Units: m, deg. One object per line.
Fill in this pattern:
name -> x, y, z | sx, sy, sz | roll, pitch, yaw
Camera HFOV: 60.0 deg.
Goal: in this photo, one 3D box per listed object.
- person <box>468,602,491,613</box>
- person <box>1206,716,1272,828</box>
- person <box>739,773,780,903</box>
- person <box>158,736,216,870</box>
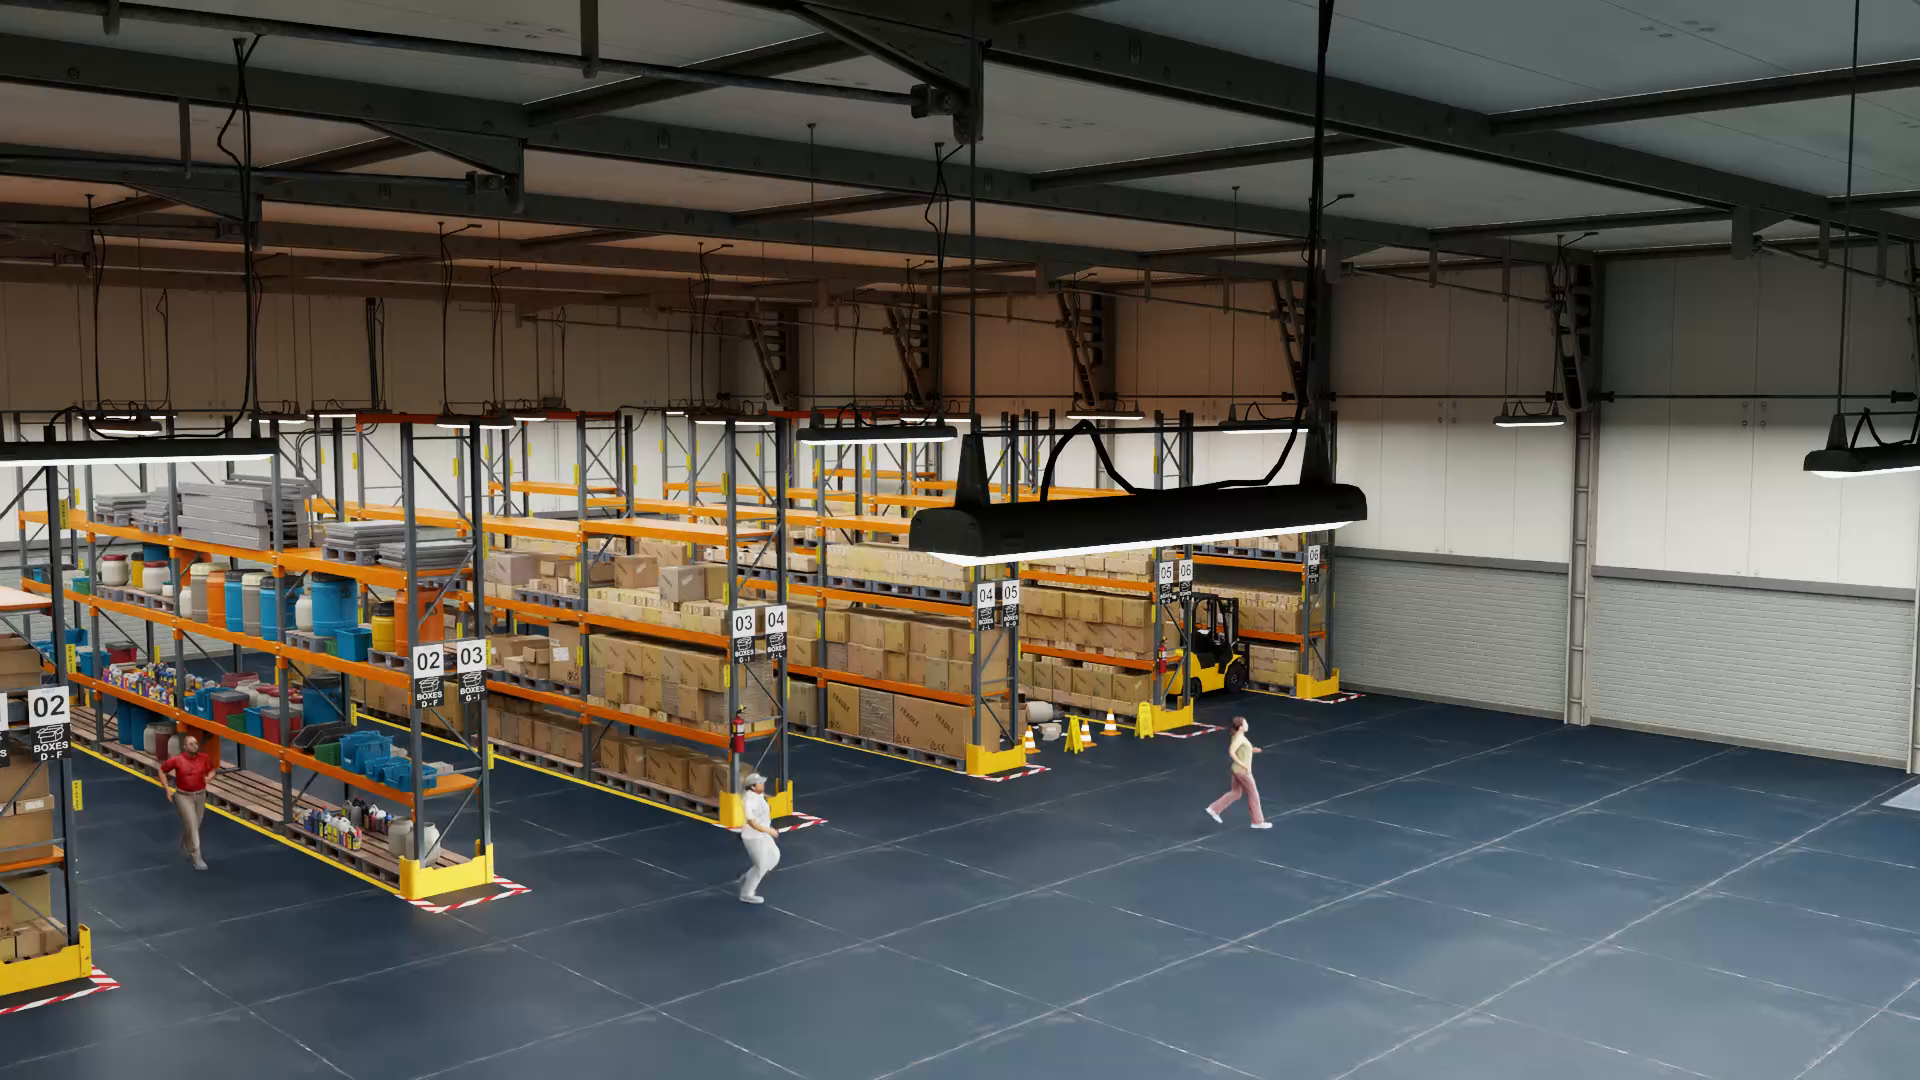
person -> -11.671, 1.972, 40.030 | 0.723, 1.804, 0.923 | 4, 6, 39
person -> 4.077, 3.379, 24.217 | 0.960, 1.646, 0.581 | 0, 5, -5
person -> -2.515, 3.716, 20.833 | 0.508, 1.630, 0.616 | 0, 5, -5
person -> -10.367, 3.504, 22.449 | 0.879, 1.745, 0.665 | 3, 6, 35
